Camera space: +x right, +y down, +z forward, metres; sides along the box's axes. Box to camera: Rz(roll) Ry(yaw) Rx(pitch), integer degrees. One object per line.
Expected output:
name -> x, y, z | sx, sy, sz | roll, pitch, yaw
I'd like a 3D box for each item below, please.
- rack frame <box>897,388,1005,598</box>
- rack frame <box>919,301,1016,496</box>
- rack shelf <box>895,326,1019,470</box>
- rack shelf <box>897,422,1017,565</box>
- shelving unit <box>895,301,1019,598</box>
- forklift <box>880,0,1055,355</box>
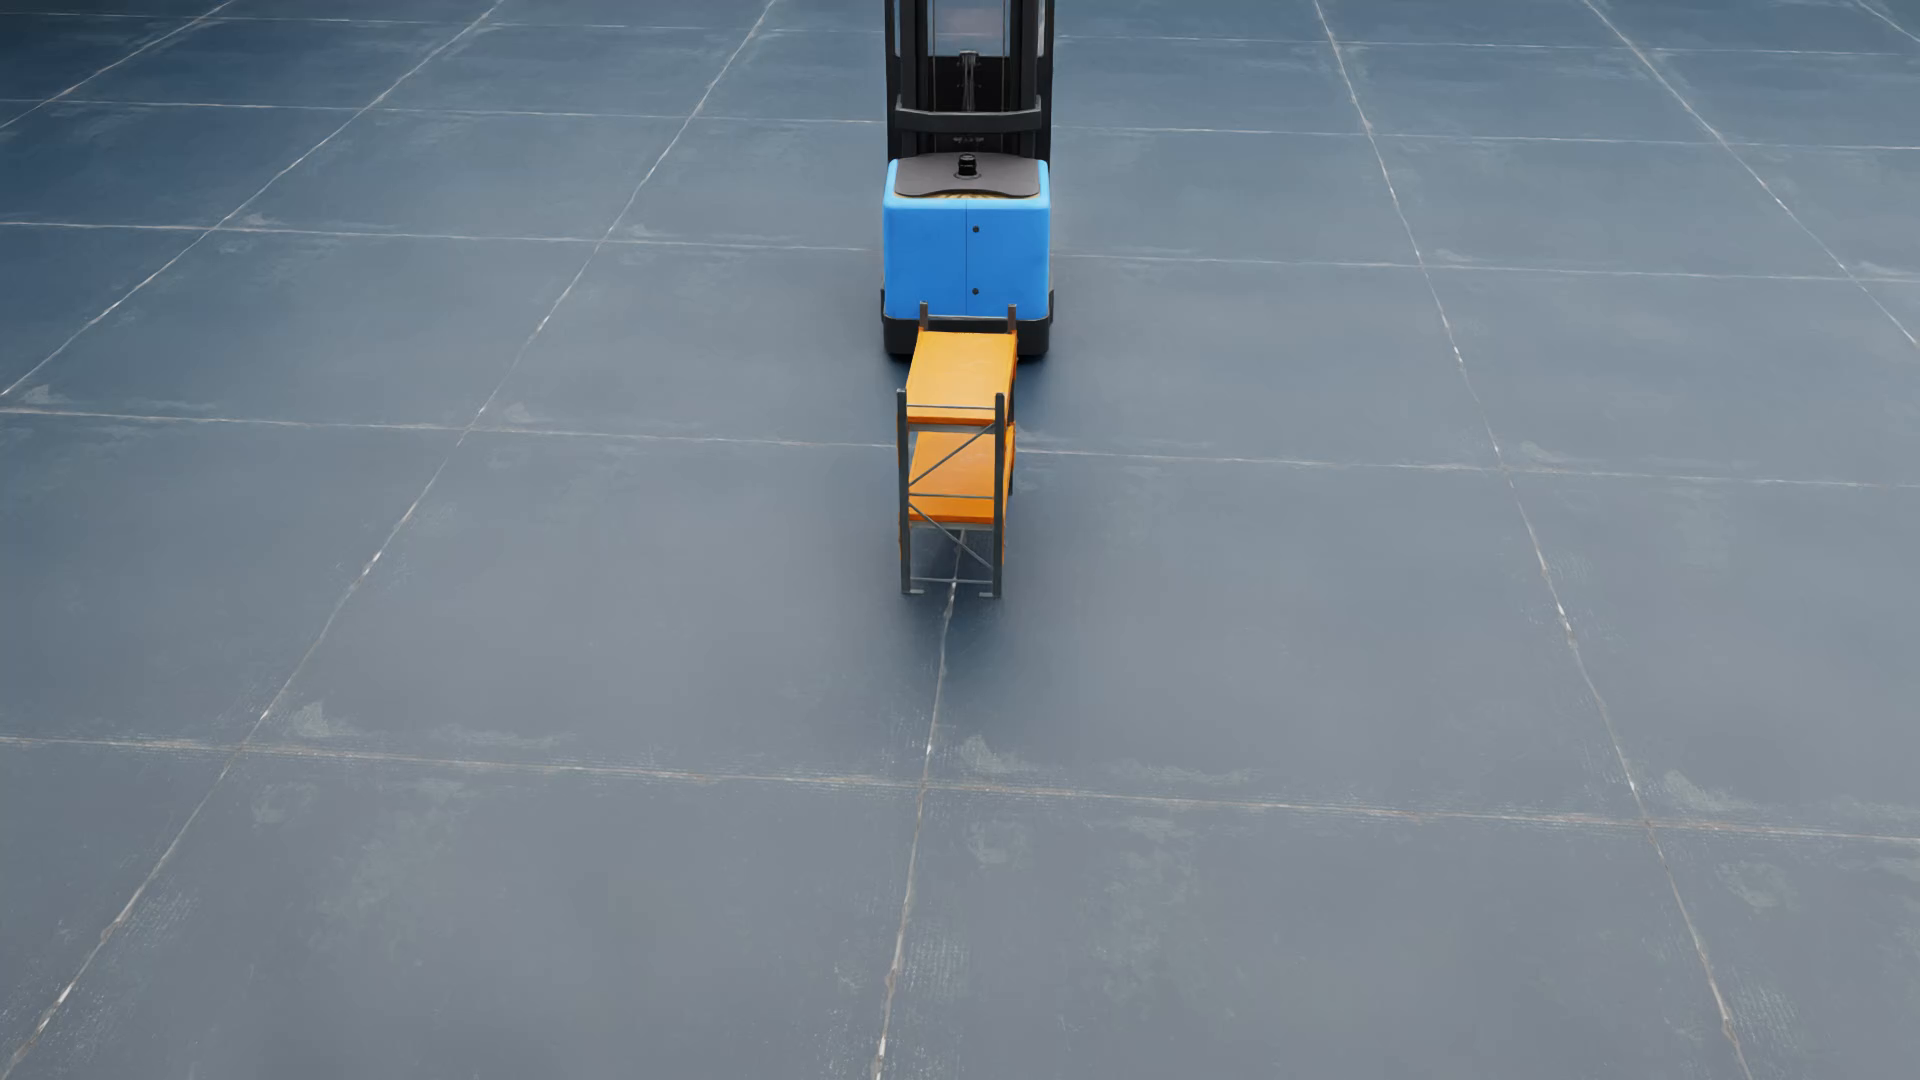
rack frame -> -0.042, -0.210, 8.018 | 0.500, 1.125, 0.032 | 2, 32, 4
rack frame -> 0.041, -0.741, 8.880 | 0.500, 1.125, 0.032 | 2, 32, 4
rack shelf -> -0.001, -0.725, 8.296 | 0.538, 0.278, 1.000 | 2, 32, 4
rack shelf -> -0.001, -0.267, 8.577 | 0.538, 0.278, 1.000 | 2, 32, 4
shelving unit -> -0.001, -0.475, 8.449 | 0.538, 1.125, 1.048 | 2, 32, 4
forklift -> 0.066, -3.152, 11.071 | 1.130, 2.935, 3.031 | 1, 32, 1
